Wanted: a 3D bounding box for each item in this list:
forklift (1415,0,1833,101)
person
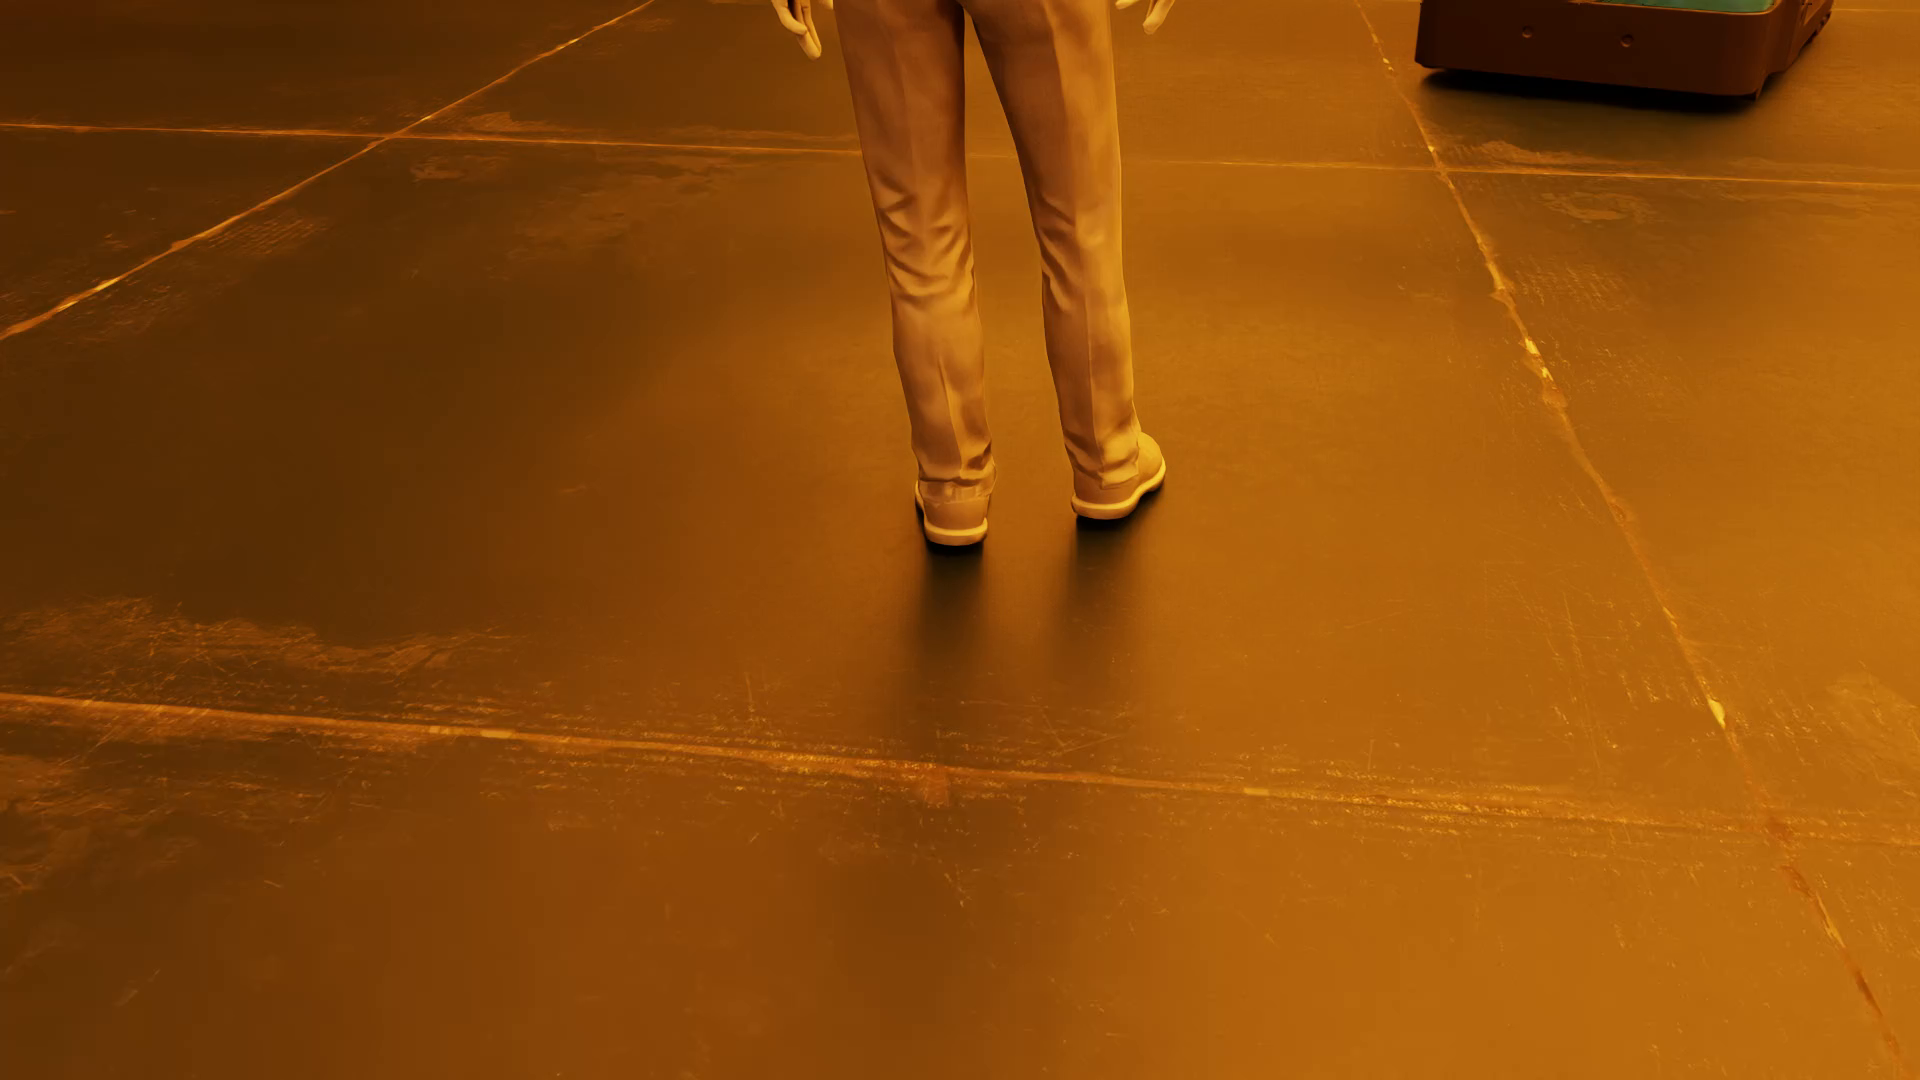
[{"bbox_3d":[2.701,-3.273,5.777,1.130,2.935,3.031,15,30,27],"label":"forklift"},{"bbox_3d":[0.016,-0.795,2.179,0.586,1.694,0.530,3,27,7],"label":"person"}]
